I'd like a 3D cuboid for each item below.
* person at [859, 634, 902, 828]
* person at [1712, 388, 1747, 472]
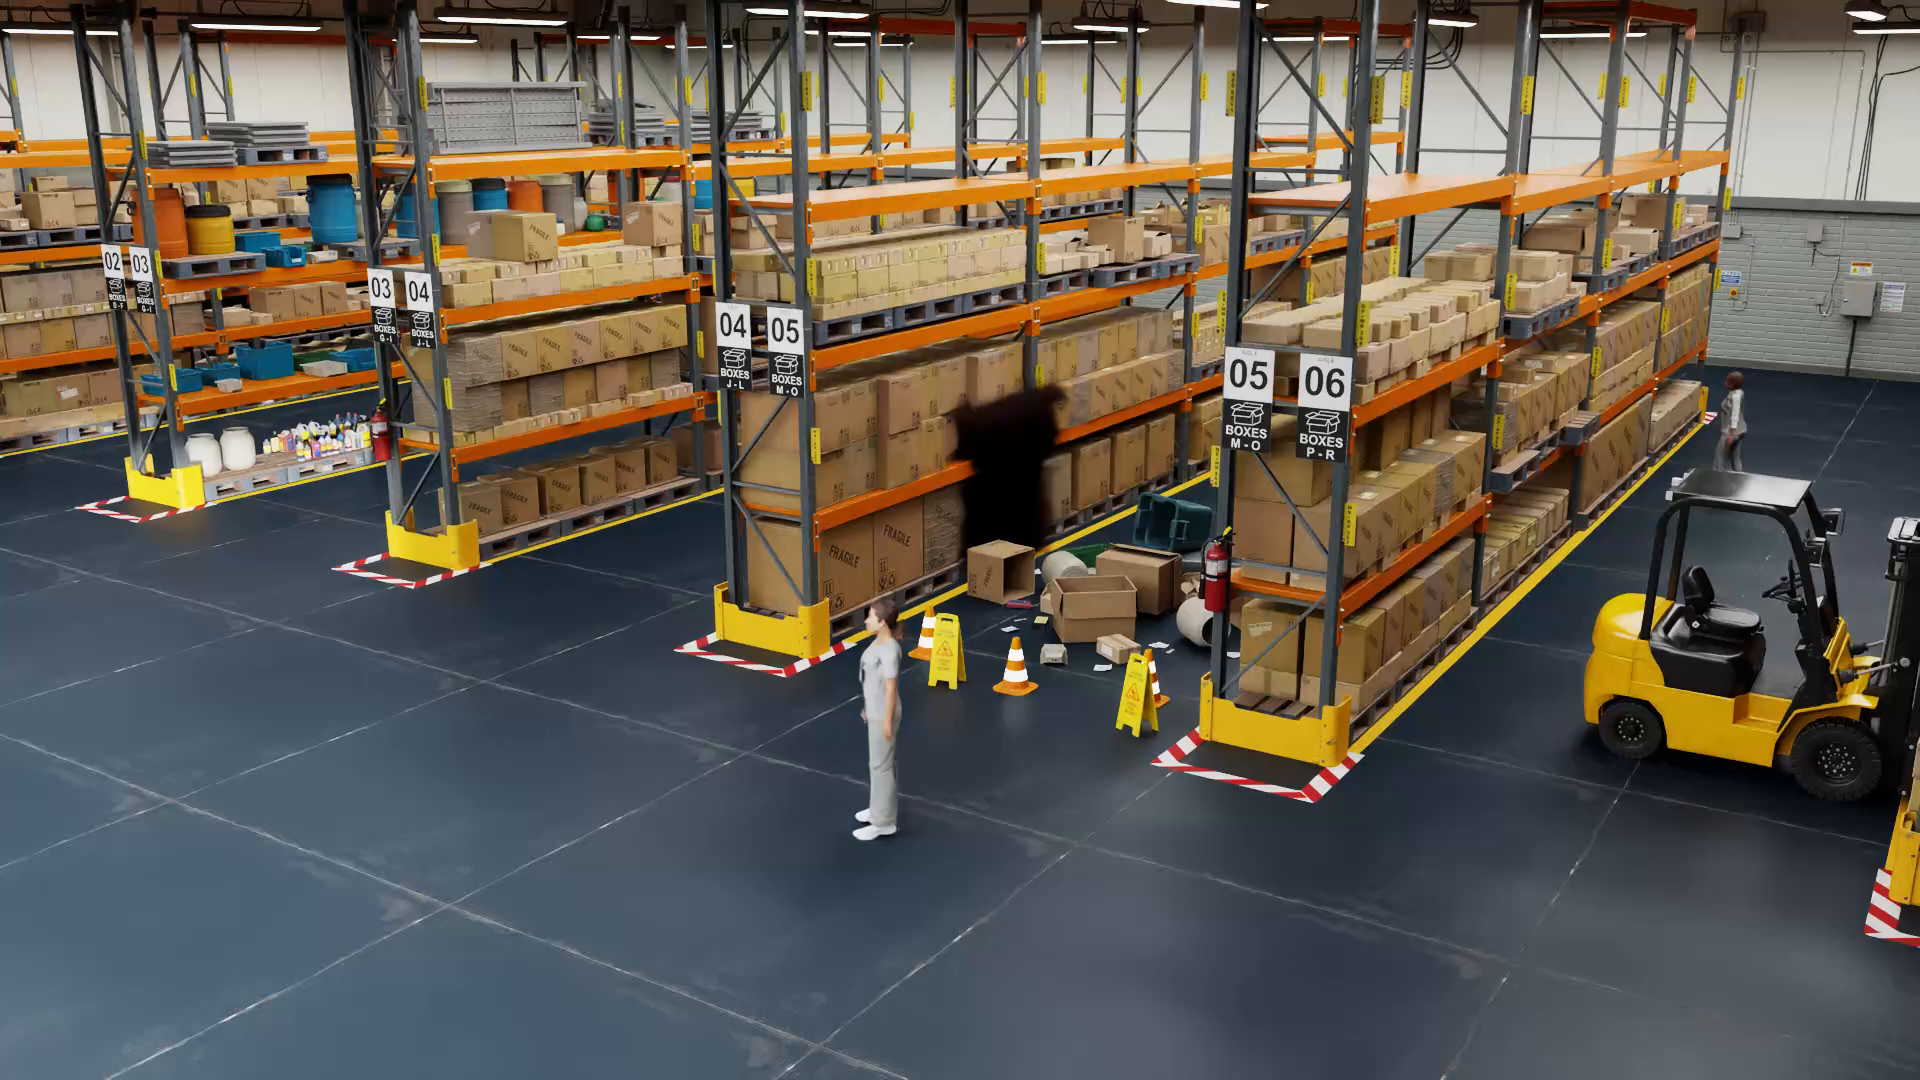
[{"bbox_3d":[-0.560,1.315,11.696,0.298,1.352,0.457,-2,16,-7],"label":"person"},{"bbox_3d":[9.759,-1.264,21.221,0.559,1.369,0.473,14,21,40],"label":"person"}]
